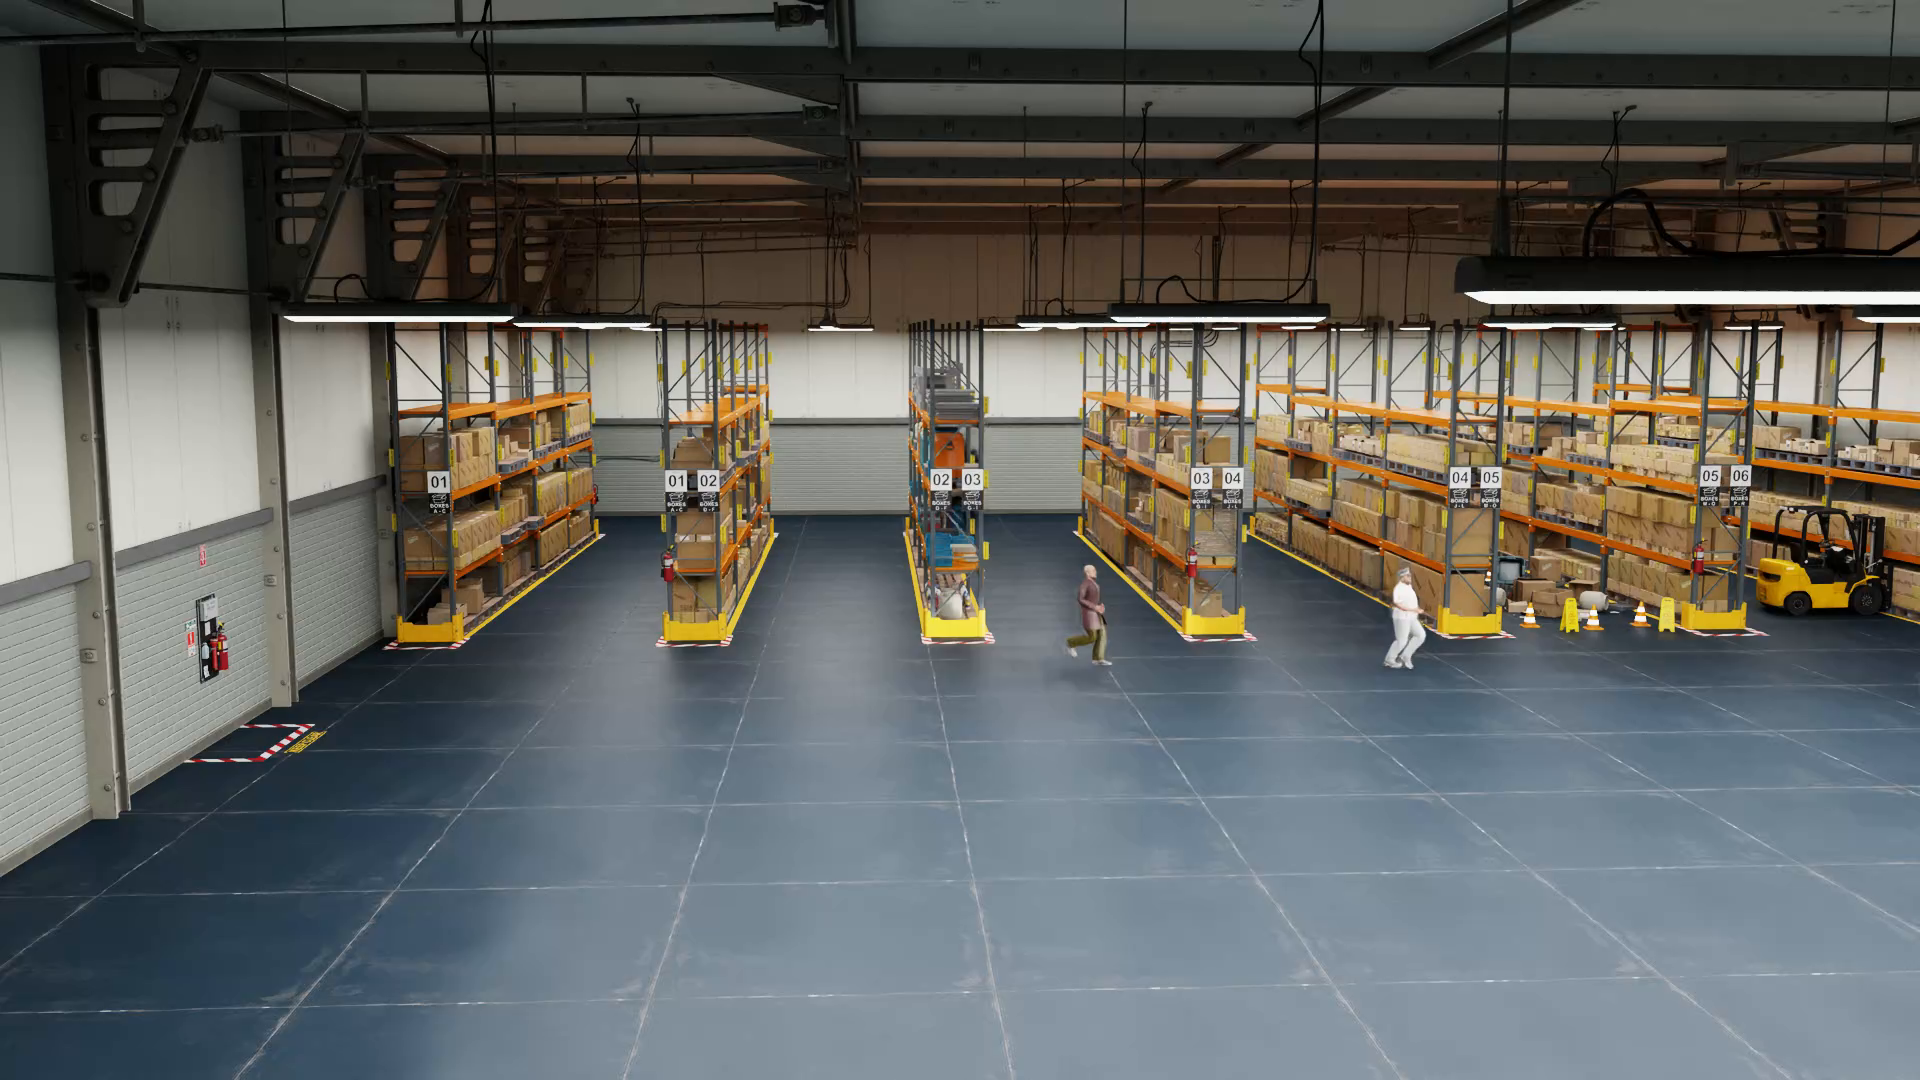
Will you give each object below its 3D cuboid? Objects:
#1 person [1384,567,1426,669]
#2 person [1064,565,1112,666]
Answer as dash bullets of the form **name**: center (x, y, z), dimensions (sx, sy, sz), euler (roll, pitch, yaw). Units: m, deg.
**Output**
- **person**: center (7.644, 1.349, 28.511), dimensions (0.683, 1.791, 0.668), euler (5, 9, 37)
- **person**: center (2.246, 1.412, 28.892), dimensions (0.870, 1.526, 0.723), euler (3, 8, 26)
